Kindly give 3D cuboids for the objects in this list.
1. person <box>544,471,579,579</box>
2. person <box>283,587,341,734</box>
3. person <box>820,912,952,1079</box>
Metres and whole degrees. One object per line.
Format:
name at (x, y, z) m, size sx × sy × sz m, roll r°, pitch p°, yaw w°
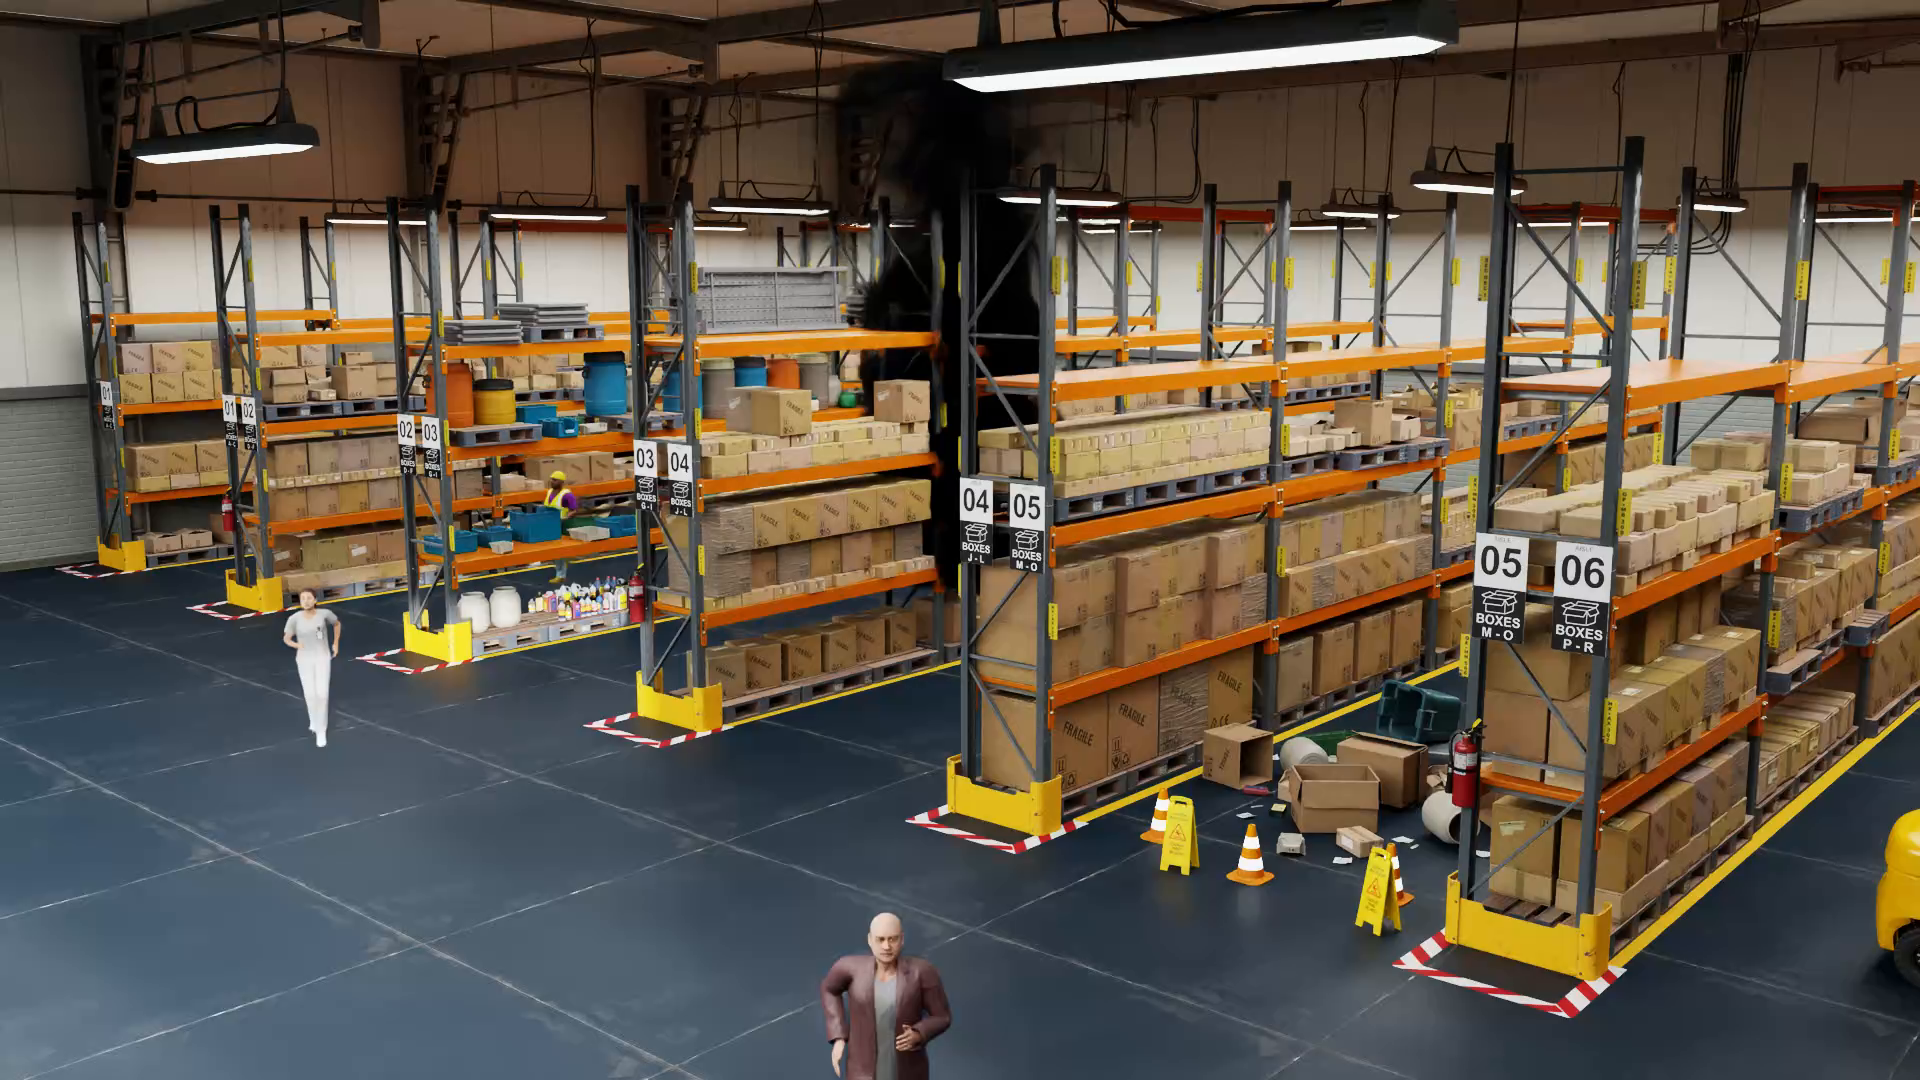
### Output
person at (-6.155, -0.229, 25.487) m, size 0.676 × 1.667 × 0.517 m, roll 6°, pitch 11°, yaw 34°
person at (-7.059, 1.280, 18.151) m, size 0.570 × 1.560 × 0.736 m, roll -2°, pitch 10°, yaw -14°
person at (-0.397, 2.846, 8.814) m, size 0.682 × 1.823 × 0.877 m, roll -1°, pitch 9°, yaw -4°
